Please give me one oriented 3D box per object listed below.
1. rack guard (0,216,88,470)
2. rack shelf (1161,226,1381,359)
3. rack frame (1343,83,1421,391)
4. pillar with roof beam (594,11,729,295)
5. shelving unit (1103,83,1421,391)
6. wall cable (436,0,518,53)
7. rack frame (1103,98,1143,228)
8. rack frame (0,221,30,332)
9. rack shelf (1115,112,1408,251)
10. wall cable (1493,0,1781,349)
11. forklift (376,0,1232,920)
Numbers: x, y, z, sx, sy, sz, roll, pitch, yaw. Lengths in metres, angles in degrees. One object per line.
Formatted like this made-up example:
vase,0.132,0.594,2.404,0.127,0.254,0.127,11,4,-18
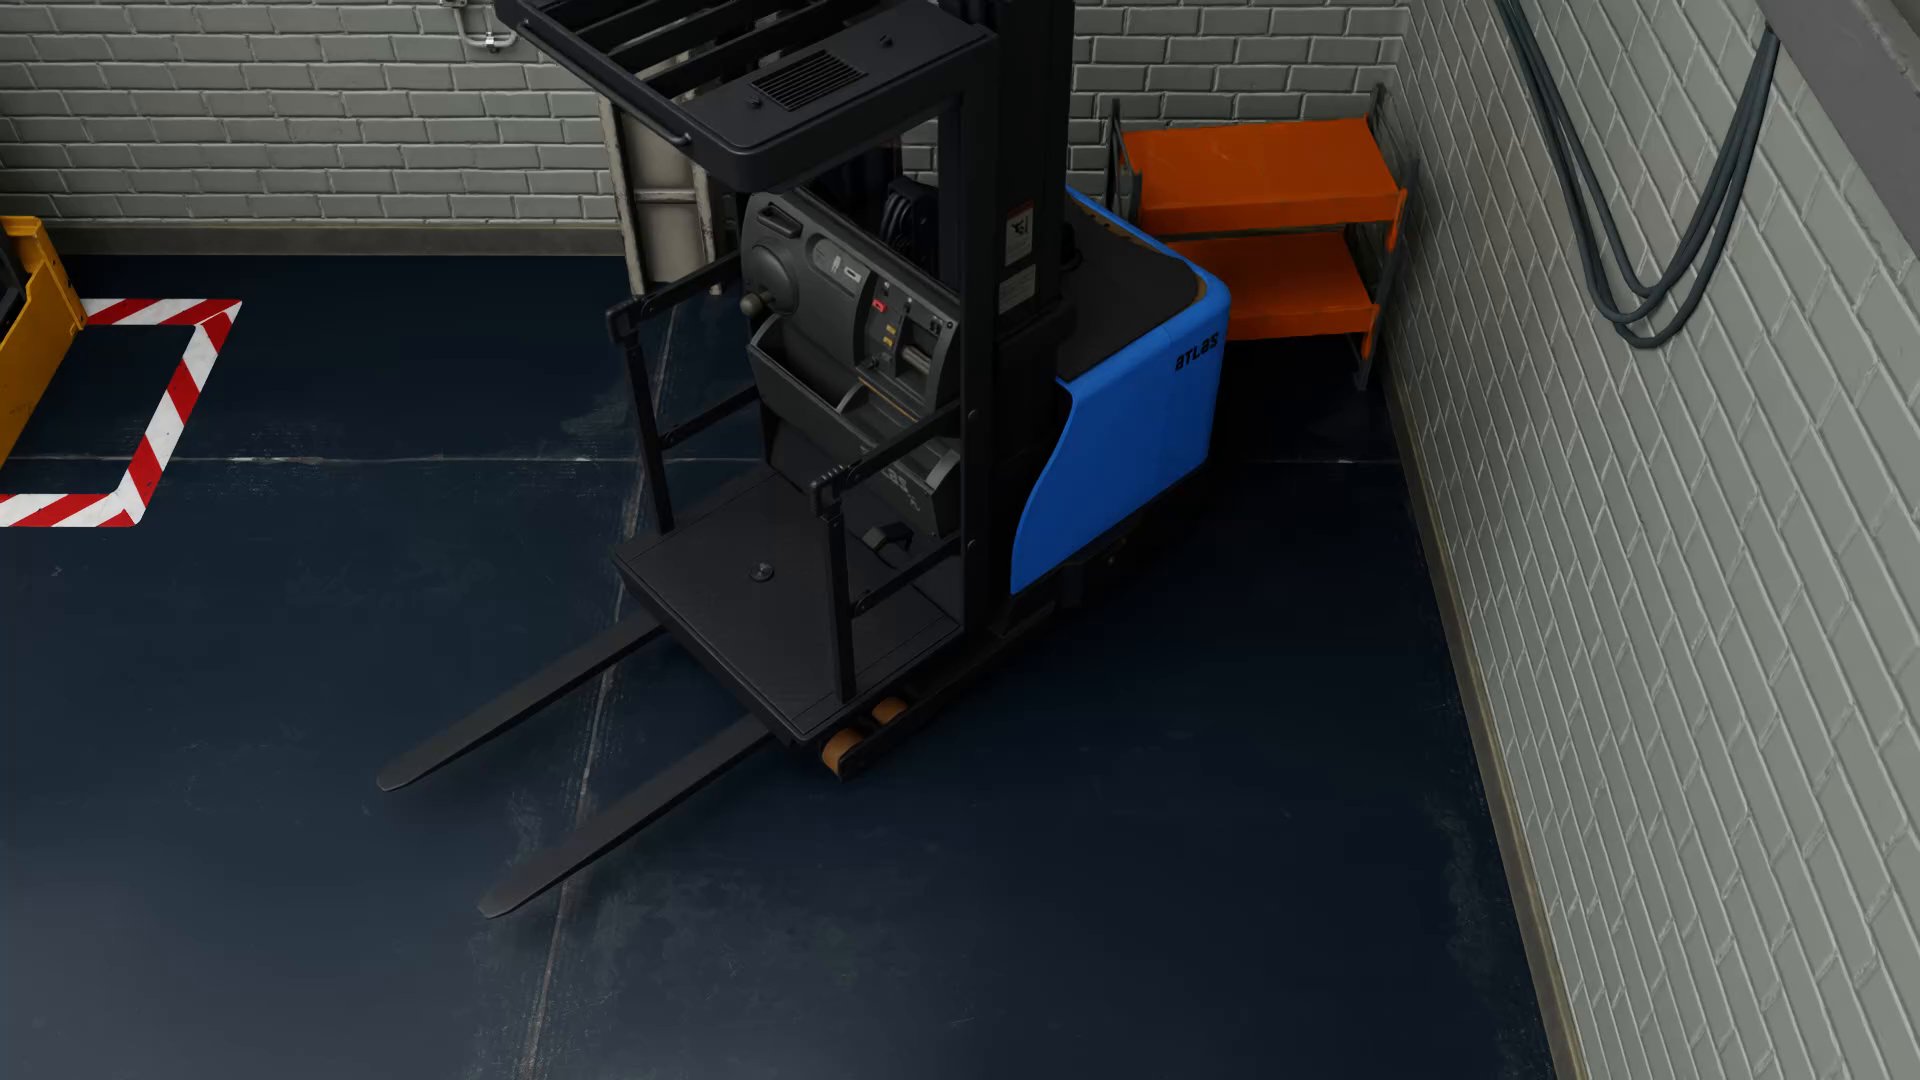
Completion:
rack guard,-3.911,-0.727,6.585,0.348,0.500,1.175,0,47,0
rack shelf,1.116,-0.971,6.719,1.000,0.278,0.538,-4,47,-4
rack frame,1.622,-1.176,6.576,0.032,1.125,0.500,-4,47,-4
pillar with roof beam,-1.248,-1.097,1.124,0.400,9.000,9.100,0,47,0
shelving unit,1.116,-1.137,6.540,1.048,1.125,0.538,-4,47,-4
wall cable,-2.651,-2.614,5.940,1.851,1.984,0.084,0,47,0
rack frame,0.611,-1.099,6.504,0.032,1.125,0.500,-4,47,-4
rack frame,-3.935,-1.579,5.670,0.127,3.000,1.000,0,47,0
rack shelf,1.116,-1.337,6.326,1.000,0.278,0.538,-4,47,-4
wall cable,1.720,-2.288,4.353,0.112,2.526,3.097,0,47,0
forklift,-0.498,-0.652,4.854,3.031,2.935,1.130,-34,55,-27
